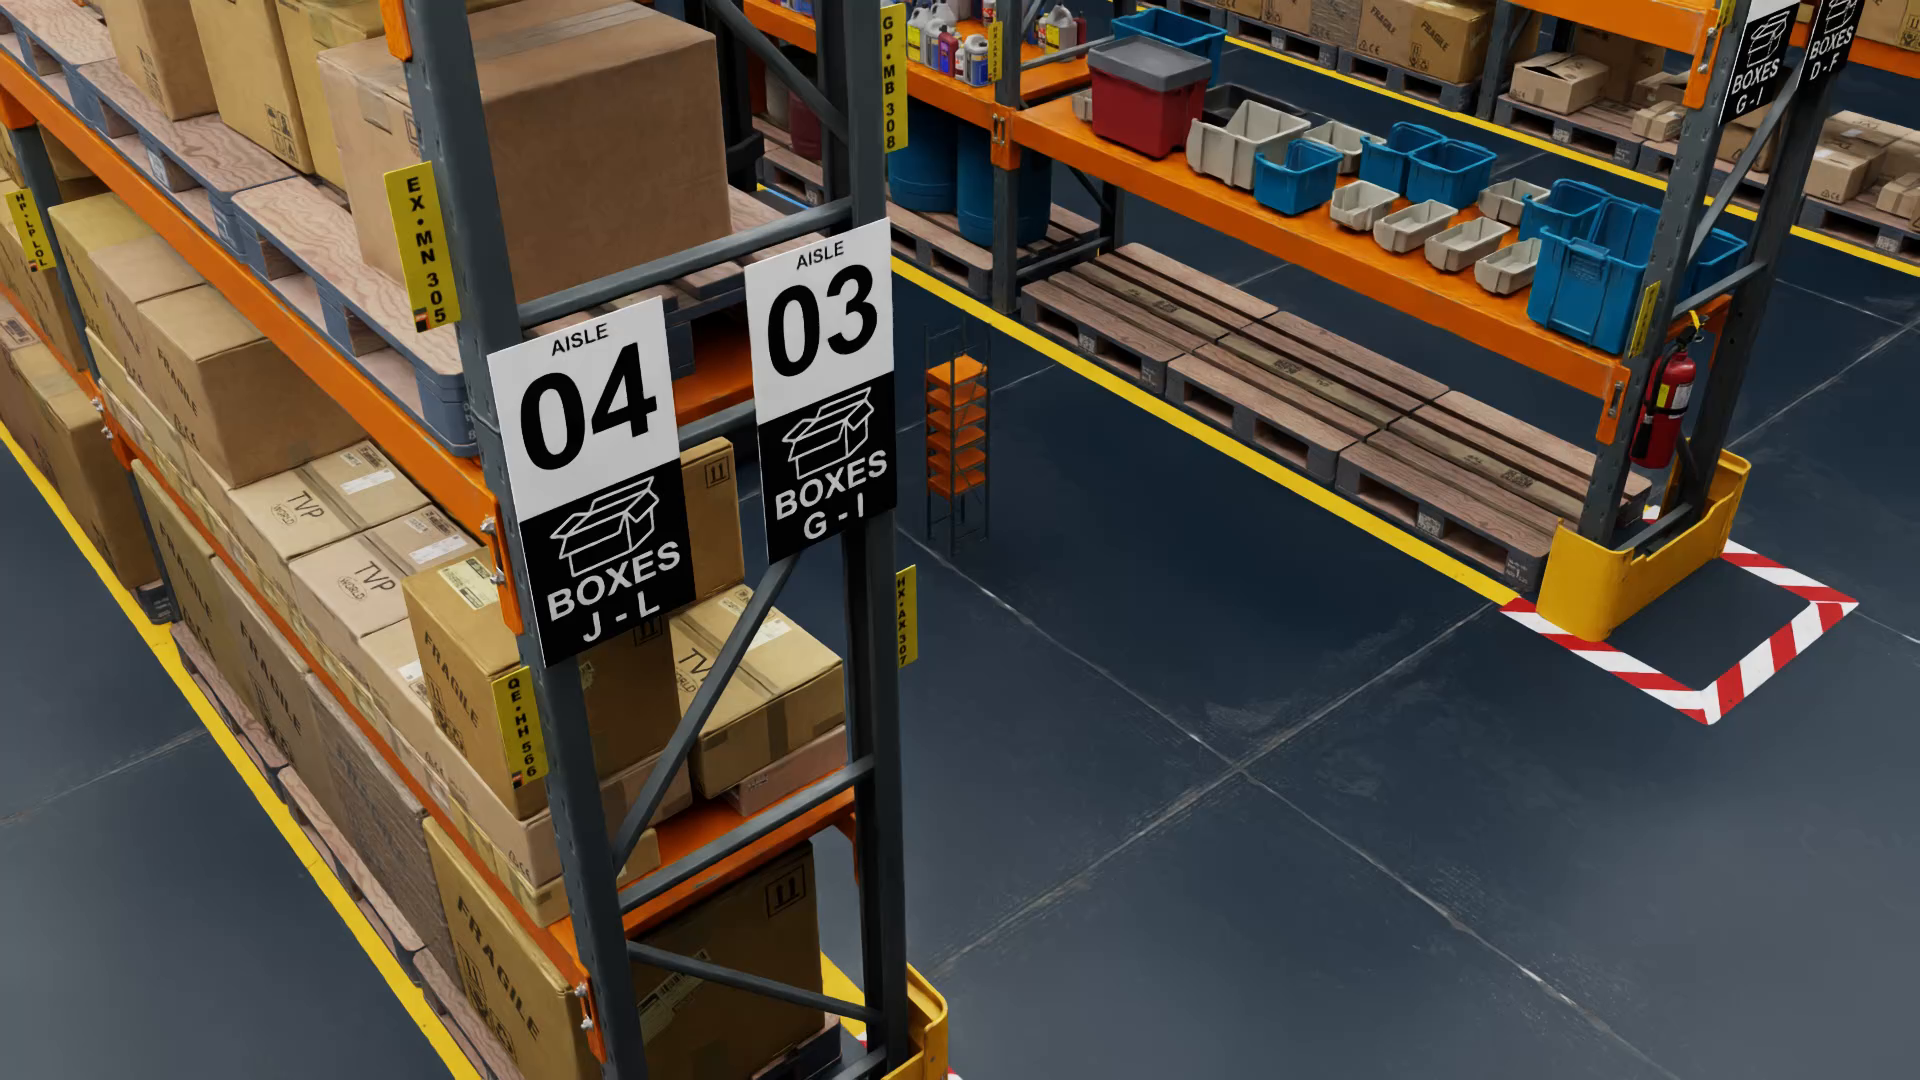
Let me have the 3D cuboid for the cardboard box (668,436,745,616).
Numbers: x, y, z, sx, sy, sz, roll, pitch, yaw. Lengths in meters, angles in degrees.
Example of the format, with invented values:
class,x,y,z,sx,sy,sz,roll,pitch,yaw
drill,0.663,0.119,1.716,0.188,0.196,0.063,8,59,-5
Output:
class,x,y,z,sx,sy,sz,roll,pitch,yaw
cardboard box,-1.012,-0.092,5.009,0.500,0.500,0.500,-27,43,-33

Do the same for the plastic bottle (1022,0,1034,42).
class,x,y,z,sx,sy,sz,roll,pitch,yaw
plastic bottle,0.373,-3.264,10.370,0.152,0.276,0.135,-26,43,-32

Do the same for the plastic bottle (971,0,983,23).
class,x,y,z,sx,sy,sz,roll,pitch,yaw
plastic bottle,0.133,-3.472,10.658,0.061,0.283,0.133,-26,43,-32

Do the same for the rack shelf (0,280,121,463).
class,x,y,z,sx,sy,sz,roll,pitch,yaw
rack shelf,-4.457,-1.548,8.463,1.077,0.370,4.000,-26,43,-32

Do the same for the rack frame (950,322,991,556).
class,x,y,z,sx,sy,sz,roll,pitch,yaw
rack frame,0.050,-0.456,7.855,0.240,1.200,0.006,-26,43,-32

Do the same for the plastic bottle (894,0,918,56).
class,x,y,z,sx,sy,sz,roll,pitch,yaw
plastic bottle,-0.346,-3.152,10.147,0.144,0.351,0.185,-26,43,-32

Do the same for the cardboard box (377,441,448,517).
class,x,y,z,sx,sy,sz,roll,pitch,yaw
cardboard box,-1.692,-0.244,5.872,0.500,0.250,0.500,-27,43,-33

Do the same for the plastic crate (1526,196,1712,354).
class,x,y,z,sx,sy,sz,roll,pitch,yaw
plastic crate,2.839,-1.157,7.206,0.616,0.435,0.499,-26,43,-32

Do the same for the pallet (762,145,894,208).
class,x,y,z,sx,sy,sz,roll,pitch,yaw
pallet,-0.641,-2.563,11.687,1.003,0.211,1.213,-26,43,-32

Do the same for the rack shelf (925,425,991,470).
class,x,y,z,sx,sy,sz,roll,pitch,yaw
rack shelf,-0.009,-0.460,7.938,0.258,0.103,0.180,-26,43,-32

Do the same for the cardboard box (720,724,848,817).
class,x,y,z,sx,sy,sz,roll,pitch,yaw
cardboard box,-0.562,0.630,4.983,0.380,0.149,0.250,-25,43,-31

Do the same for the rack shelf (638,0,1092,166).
class,x,y,z,sx,sy,sz,roll,pitch,yaw
rack shelf,-0.674,-3.396,11.072,1.077,0.370,4.000,-26,43,-32

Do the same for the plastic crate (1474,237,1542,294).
class,x,y,z,sx,sy,sz,roll,pitch,yaw
plastic crate,2.534,-1.250,7.595,0.396,0.136,0.243,-26,43,-32

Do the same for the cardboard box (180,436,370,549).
class,x,y,z,sx,sy,sz,roll,pitch,yaw
cardboard box,-2.408,-0.266,5.903,0.500,0.250,0.500,-25,42,-31

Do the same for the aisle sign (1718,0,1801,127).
class,x,y,z,sx,sy,sz,roll,pitch,yaw
aisle sign,3.021,-1.960,6.173,0.394,0.787,0.004,-26,43,-32

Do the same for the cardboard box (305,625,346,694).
class,x,y,z,sx,sy,sz,roll,pitch,yaw
cardboard box,-1.895,0.311,5.434,0.380,0.149,0.250,-26,43,-32

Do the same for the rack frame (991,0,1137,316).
class,x,y,z,sx,sy,sz,roll,pitch,yaw
rack frame,0.617,-2.806,9.617,1.000,3.000,0.127,-26,43,-32

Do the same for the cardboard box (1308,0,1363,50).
class,x,y,z,sx,sy,sz,roll,pitch,yaw
cardboard box,3.230,-4.365,13.601,0.500,0.500,0.500,-25,43,-31

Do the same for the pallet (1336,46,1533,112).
class,x,y,z,sx,sy,sz,roll,pitch,yaw
pallet,3.849,-3.859,13.516,1.003,0.211,1.213,-26,43,-32

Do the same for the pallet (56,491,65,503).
class,x,y,z,sx,sy,sz,roll,pitch,yaw
pallet,-4.514,-0.672,9.017,1.003,0.211,1.213,-26,43,-32

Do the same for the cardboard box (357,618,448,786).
class,x,y,z,sx,sy,sz,roll,pitch,yaw
cardboard box,-1.428,0.408,4.951,0.500,0.250,0.500,-27,43,-33

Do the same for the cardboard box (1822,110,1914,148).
class,x,y,z,sx,sy,sz,roll,pitch,yaw
cardboard box,6.205,-2.731,11.509,0.500,0.250,0.500,-26,43,-32

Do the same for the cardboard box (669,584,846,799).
class,x,y,z,sx,sy,sz,roll,pitch,yaw
cardboard box,-0.689,0.434,4.914,0.500,0.250,0.500,-27,43,-33

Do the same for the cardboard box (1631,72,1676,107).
class,x,y,z,sx,sy,sz,roll,pitch,yaw
cardboard box,5.275,-3.379,12.512,0.380,0.149,0.250,-26,43,-32

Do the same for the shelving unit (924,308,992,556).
class,x,y,z,sx,sy,sz,roll,pitch,yaw
shelving unit,-0.009,-0.496,7.912,0.258,1.200,0.189,-26,43,-32

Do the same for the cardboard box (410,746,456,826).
class,x,y,z,sx,sy,sz,roll,pitch,yaw
cardboard box,-1.398,0.649,4.955,0.380,0.149,0.250,-26,43,-32

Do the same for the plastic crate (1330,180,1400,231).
class,x,y,z,sx,sy,sz,roll,pitch,yaw
plastic crate,1.954,-1.621,8.119,0.298,0.136,0.250,-26,43,-32

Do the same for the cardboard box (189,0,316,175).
class,x,y,z,sx,sy,sz,roll,pitch,yaw
cardboard box,-1.604,-1.383,4.476,0.700,0.500,0.500,-29,45,-35

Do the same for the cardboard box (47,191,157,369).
class,x,y,z,sx,sy,sz,roll,pitch,yaw
cardboard box,-3.053,-1.018,6.316,0.500,0.500,0.500,-26,43,-32

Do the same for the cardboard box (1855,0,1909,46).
class,x,y,z,sx,sy,sz,roll,pitch,yaw
cardboard box,5.832,-3.473,10.472,0.500,0.500,0.500,-26,43,-31

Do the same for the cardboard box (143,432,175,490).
class,x,y,z,sx,sy,sz,roll,pitch,yaw
cardboard box,-2.890,-0.370,6.394,0.380,0.149,0.250,-25,42,-30

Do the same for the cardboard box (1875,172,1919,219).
class,x,y,z,sx,sy,sz,roll,pitch,yaw
cardboard box,6.253,-2.270,10.931,0.380,0.166,0.250,-26,43,-32

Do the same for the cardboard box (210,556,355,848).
class,x,y,z,sx,sy,sz,roll,pitch,yaw
cardboard box,-2.221,0.455,6.487,0.875,0.875,0.875,-26,43,-32

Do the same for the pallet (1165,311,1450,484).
class,x,y,z,sx,sy,sz,roll,pitch,yaw
pallet,1.913,-0.819,9.224,1.003,0.211,1.213,-26,43,-32

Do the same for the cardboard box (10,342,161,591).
class,x,y,z,sx,sy,sz,roll,pitch,yaw
cardboard box,-3.595,-0.538,7.890,1.225,0.875,0.875,-26,43,-32

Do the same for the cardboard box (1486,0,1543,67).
class,x,y,z,sx,sy,sz,roll,pitch,yaw
cardboard box,4.277,-4.116,13.248,0.500,0.500,0.500,-28,44,-34

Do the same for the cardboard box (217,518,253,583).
class,x,y,z,sx,sy,sz,roll,pitch,yaw
cardboard box,-2.393,-0.030,5.914,0.380,0.149,0.250,-25,43,-31

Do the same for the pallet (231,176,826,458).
class,x,y,z,sx,sy,sz,roll,pitch,yaw
pallet,-1.072,-0.704,4.131,1.003,0.211,1.213,-26,43,-32

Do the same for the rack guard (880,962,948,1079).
class,x,y,z,sx,sy,sz,roll,pitch,yaw
rack guard,-0.570,1.838,5.223,1.175,0.500,0.348,-26,43,-32

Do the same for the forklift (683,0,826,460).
class,x,y,z,sx,sy,sz,roll,pitch,yaw
forklift,-1.888,-2.367,9.056,1.130,2.935,3.031,-28,44,-34

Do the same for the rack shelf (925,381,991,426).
class,x,y,z,sx,sy,sz,roll,pitch,yaw
rack shelf,-0.009,-0.656,7.799,0.258,0.103,0.180,-26,43,-32

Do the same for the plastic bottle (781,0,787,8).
class,x,y,z,sx,sy,sz,roll,pitch,yaw
plastic bottle,-1.133,-3.637,10.901,0.097,0.271,0.097,0,35,0

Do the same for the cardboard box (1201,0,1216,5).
class,x,y,z,sx,sy,sz,roll,pitch,yaw
cardboard box,2.240,-5.041,14.555,0.500,0.500,0.500,-28,44,-33

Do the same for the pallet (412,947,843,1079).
class,x,y,z,sx,sy,sz,roll,pitch,yaw
pallet,-1.161,1.621,5.778,1.003,0.211,1.213,-26,43,-32

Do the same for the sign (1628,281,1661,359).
class,x,y,z,sx,sy,sz,roll,pitch,yaw
sign,2.788,-0.894,6.776,0.100,0.325,0.005,-26,43,-32

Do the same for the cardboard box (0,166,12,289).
class,x,y,z,sx,sy,sz,roll,pitch,yaw
cardboard box,-4.334,-1.553,7.762,0.500,0.500,0.500,-27,43,-32

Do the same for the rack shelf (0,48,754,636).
class,x,y,z,sx,sy,sz,roll,pitch,yaw
rack shelf,-1.876,-1.006,5.103,1.077,0.370,4.000,-26,43,-32

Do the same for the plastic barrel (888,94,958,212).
class,x,y,z,sx,sy,sz,roll,pitch,yaw
plastic barrel,-0.178,-2.680,10.892,0.600,0.901,0.708,-26,43,-32

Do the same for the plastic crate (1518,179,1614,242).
class,x,y,z,sx,sy,sz,roll,pitch,yaw
plastic crate,2.866,-1.519,7.892,0.416,0.233,0.300,-26,43,-32

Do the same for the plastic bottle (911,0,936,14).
class,x,y,z,sx,sy,sz,roll,pitch,yaw
plastic bottle,-0.235,-3.205,10.223,0.144,0.351,0.185,-26,43,-32

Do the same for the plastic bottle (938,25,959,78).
class,x,y,z,sx,sy,sz,roll,pitch,yaw
plastic bottle,-0.069,-2.897,9.846,0.061,0.283,0.133,-26,43,-32

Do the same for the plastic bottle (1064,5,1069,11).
class,x,y,z,sx,sy,sz,roll,pitch,yaw
plastic bottle,0.620,-3.139,10.187,0.061,0.283,0.133,-26,43,-32

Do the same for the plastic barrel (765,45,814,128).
class,x,y,z,sx,sy,sz,roll,pitch,yaw
plastic barrel,-1.203,-3.303,12.107,0.421,0.512,0.421,0,35,0

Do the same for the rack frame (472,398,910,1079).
class,x,y,z,sx,sy,sz,roll,pitch,yaw
rack frame,-0.585,0.807,4.515,1.000,3.000,0.127,-26,43,-32

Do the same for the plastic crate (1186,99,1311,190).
class,x,y,z,sx,sy,sz,roll,pitch,yaw
plastic crate,1.462,-2.040,8.585,0.437,0.282,0.530,-26,43,-32

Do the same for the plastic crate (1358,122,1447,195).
class,x,y,z,sx,sy,sz,roll,pitch,yaw
plastic crate,2.247,-1.942,8.490,0.416,0.233,0.300,-26,43,-32

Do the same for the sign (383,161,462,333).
class,x,y,z,sx,sy,sz,roll,pitch,yaw
sign,-1.009,-0.550,3.138,0.100,0.325,0.005,-26,43,-32
